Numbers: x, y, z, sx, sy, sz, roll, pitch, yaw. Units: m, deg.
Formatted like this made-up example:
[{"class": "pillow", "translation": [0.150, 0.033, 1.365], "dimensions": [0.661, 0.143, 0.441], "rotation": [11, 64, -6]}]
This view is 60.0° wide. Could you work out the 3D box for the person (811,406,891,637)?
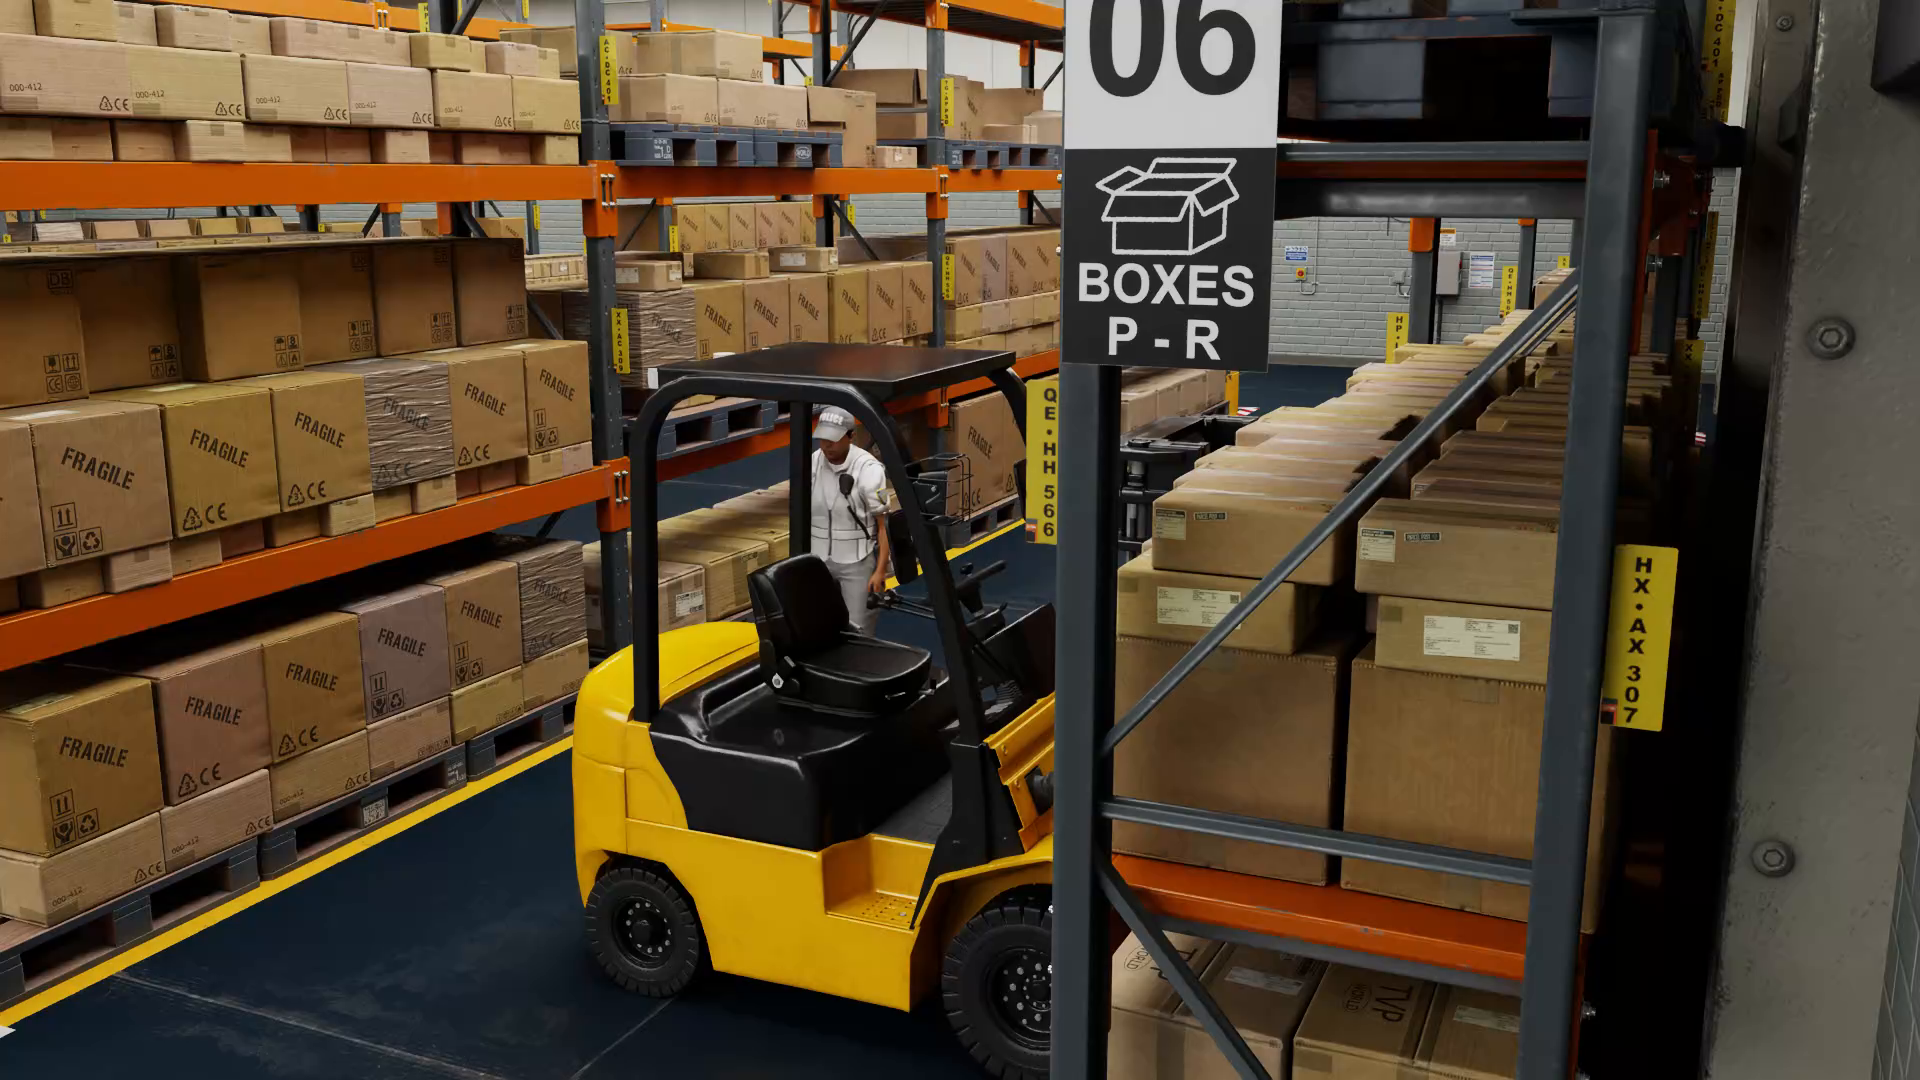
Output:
[{"class": "person", "translation": [-0.601, 0.146, 8.310], "dimensions": [0.538, 1.666, 0.464], "rotation": [6, 14, 24]}]
